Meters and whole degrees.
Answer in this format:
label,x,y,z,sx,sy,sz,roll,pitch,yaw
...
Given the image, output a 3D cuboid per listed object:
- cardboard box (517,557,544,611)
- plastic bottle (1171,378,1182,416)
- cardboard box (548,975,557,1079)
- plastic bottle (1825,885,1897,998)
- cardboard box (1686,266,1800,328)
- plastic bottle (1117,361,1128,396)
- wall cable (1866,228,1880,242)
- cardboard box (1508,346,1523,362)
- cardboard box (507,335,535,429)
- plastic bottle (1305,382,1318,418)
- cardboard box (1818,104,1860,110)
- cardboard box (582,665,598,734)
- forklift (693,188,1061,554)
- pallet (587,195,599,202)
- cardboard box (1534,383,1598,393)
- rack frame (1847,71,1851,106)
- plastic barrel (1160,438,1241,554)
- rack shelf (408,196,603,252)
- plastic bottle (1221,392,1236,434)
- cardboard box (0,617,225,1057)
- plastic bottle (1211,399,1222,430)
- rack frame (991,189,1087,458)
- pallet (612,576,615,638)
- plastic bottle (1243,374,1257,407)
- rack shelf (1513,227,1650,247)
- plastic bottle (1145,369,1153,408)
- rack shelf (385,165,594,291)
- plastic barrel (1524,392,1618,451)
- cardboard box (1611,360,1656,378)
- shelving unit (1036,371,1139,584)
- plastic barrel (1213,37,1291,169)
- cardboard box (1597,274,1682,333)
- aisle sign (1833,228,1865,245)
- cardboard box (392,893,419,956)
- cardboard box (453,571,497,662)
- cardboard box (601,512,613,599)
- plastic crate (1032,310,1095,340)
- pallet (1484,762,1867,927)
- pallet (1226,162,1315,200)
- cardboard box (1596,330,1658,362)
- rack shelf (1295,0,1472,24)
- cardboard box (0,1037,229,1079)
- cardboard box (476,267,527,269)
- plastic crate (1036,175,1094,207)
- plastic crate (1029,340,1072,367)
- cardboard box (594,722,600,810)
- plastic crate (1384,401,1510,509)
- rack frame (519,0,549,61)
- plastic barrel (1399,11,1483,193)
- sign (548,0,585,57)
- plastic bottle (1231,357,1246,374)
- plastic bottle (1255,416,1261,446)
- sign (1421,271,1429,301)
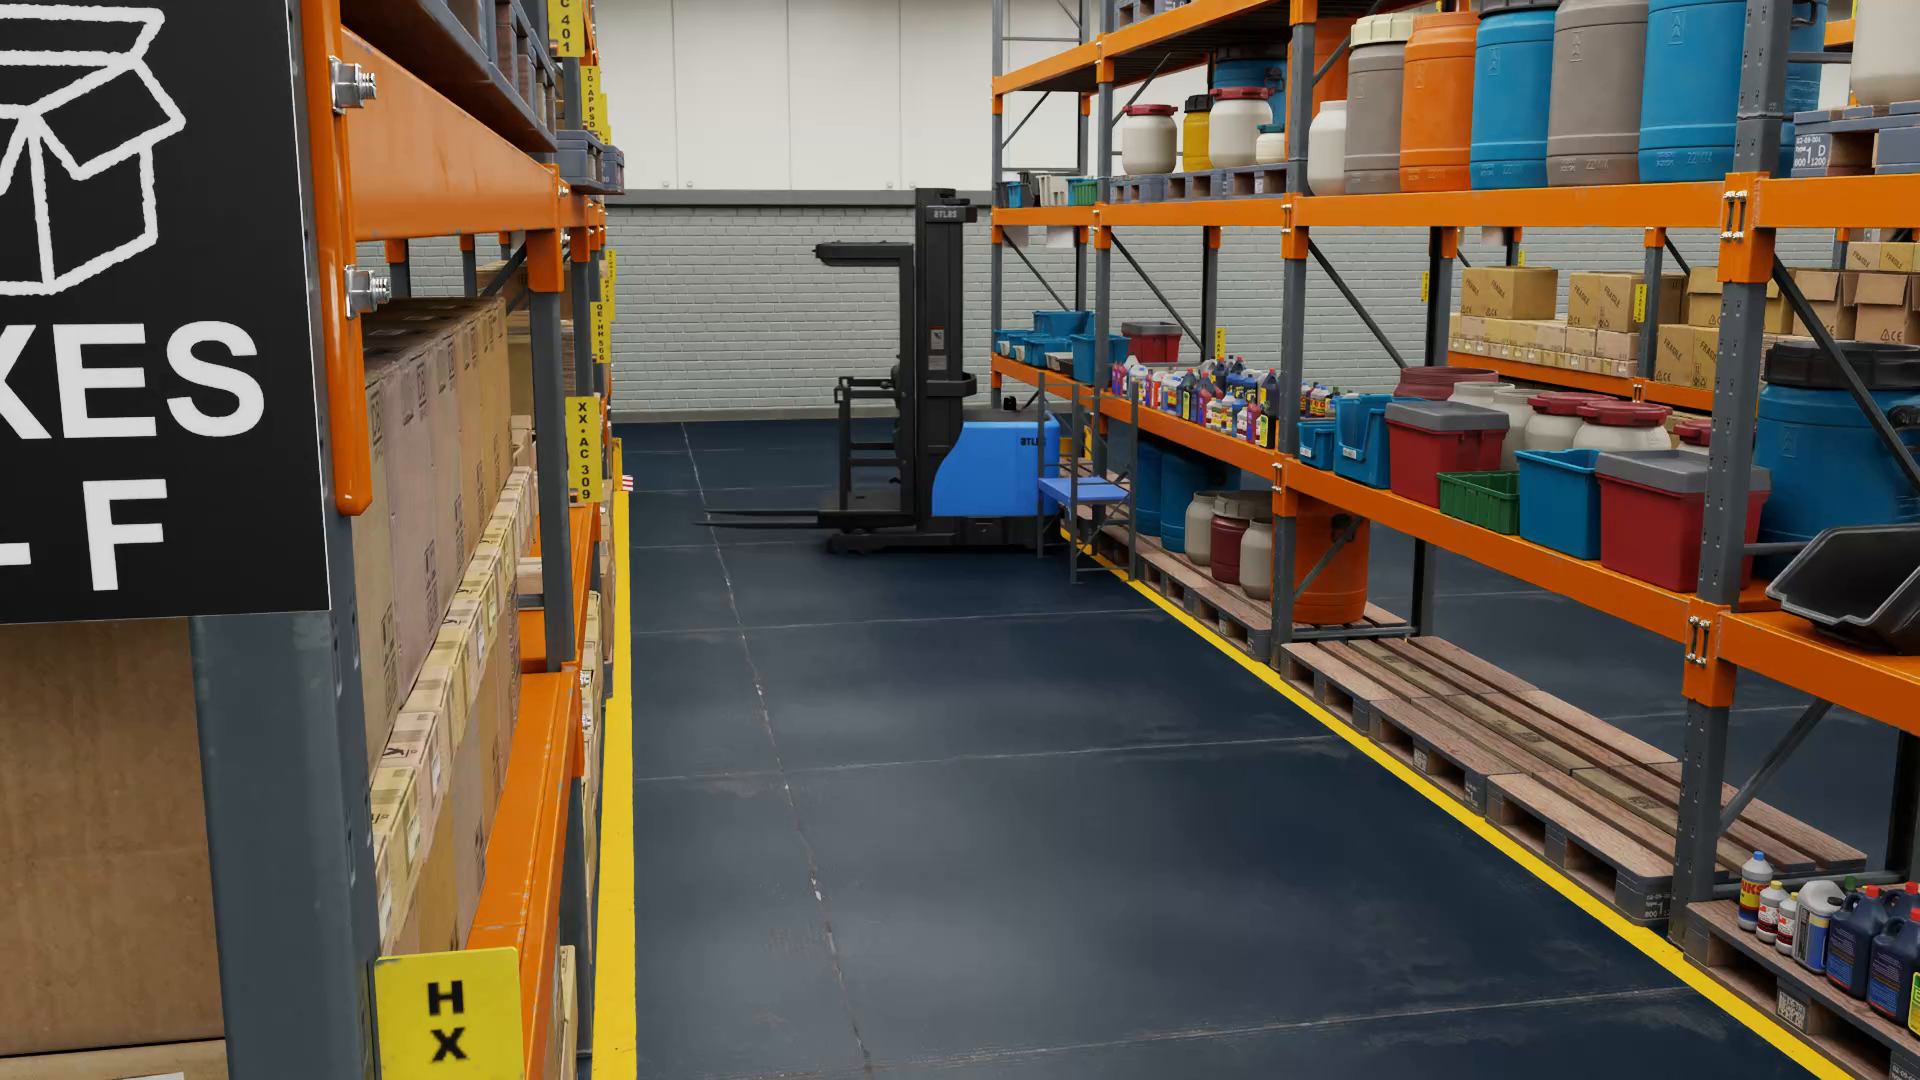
label,x,y,z,sx,sy,sz,roll,pitch,yaw
cardboard box,-1.667,0.162,5.994,0.380,0.149,0.250,-2,11,-11
plastic bottle,1.564,-1.024,11.896,0.097,0.271,0.097,0,11,0
cardboard box,-1.204,1.246,3.855,0.500,0.500,0.500,-2,11,-11
plastic bottle,2.914,1.278,5.370,0.144,0.351,0.185,-2,11,-9
cardboard box,6.599,-2.043,13.958,0.797,0.503,0.637,-2,11,-12
plastic bottle,1.287,-1.273,13.177,0.061,0.283,0.133,-2,11,-11
wall cable,14.289,-4.260,25.754,0.585,1.953,0.123,-2,11,-11
cardboard box,5.734,-1.869,16.666,0.380,0.149,0.250,-2,11,-12
cardboard box,-2.707,-0.892,9.469,0.700,0.500,0.500,-6,12,-30
plastic bottle,2.439,-0.952,11.487,0.061,0.283,0.133,-2,11,-11
cardboard box,6.826,-2.989,12.456,0.797,0.503,0.637,-2,11,-12
cardboard box,-1.832,0.711,7.170,0.500,0.311,0.500,-2,11,-9
forklift,-0.699,-1.425,13.842,3.031,2.935,1.130,0,11,-2
pallet,-2.989,-2.328,10.883,1.213,0.211,1.003,-2,11,-11
cardboard box,6.241,-1.070,16.353,0.875,0.875,0.875,-2,11,-11
rack frame,10.573,-5.461,18.819,1.000,3.000,0.127,-2,11,-11
plastic barrel,1.835,-0.383,12.676,0.600,0.901,0.708,-2,11,-11
rack shelf,-2.863,-2.012,10.646,1.077,0.370,4.000,-2,11,-11
plastic bottle,1.764,-0.835,10.907,0.097,0.271,0.097,0,11,0
cardboard box,-1.006,0.160,1.596,0.700,0.500,0.500,-2,11,-11
plastic bottle,1.726,-0.837,11.102,0.097,0.201,0.097,0,11,0
rack frame,0.830,-2.172,17.584,1.000,3.000,0.127,-2,11,-11
pallet,-2.816,0.483,11.093,1.003,0.211,1.213,-2,11,-11
plastic bottle,2.123,-1.080,12.190,0.097,0.271,0.097,0,11,0
rack shelf,6.077,-3.105,16.390,1.077,0.370,4.000,-2,11,-11
plastic bottle,1.434,-1.135,12.449,0.061,0.283,0.133,-2,11,-11
rack shelf,-2.085,-1.278,6.792,1.077,0.370,4.000,-2,11,-11
plastic barrel,2.966,-0.435,8.095,0.433,0.535,0.433,0,11,0
cardboard box,6.086,-1.539,14.930,0.380,0.149,0.250,-2,11,-11
shelving unit,0.970,-0.510,12.863,0.538,1.500,1.048,-2,11,-11
plastic barrel,2.090,-3.057,11.747,0.600,0.901,0.708,-2,11,-11
cardboard box,6.115,-2.134,14.984,0.500,0.500,0.500,-2,11,-9
aisle sign,10.265,-3.793,19.150,0.394,0.787,0.004,-2,11,-11
cardboard box,-1.103,0.711,2.171,0.700,0.500,0.500,-2,11,-10
cardboard box,-1.133,0.165,3.307,0.380,0.149,0.250,-2,11,-9
cardboard box,-2.588,0.110,11.107,0.500,0.500,0.500,-3,11,-13
plastic crate,1.078,-2.164,17.288,0.616,0.435,0.499,-2,11,-11
pallet,2.973,1.256,7.030,1.003,0.211,1.213,-2,11,-11
pallet,2.333,-2.229,10.368,1.003,0.211,1.213,-2,11,-11
cardboard box,6.123,-1.762,15.037,0.500,0.250,0.500,-2,11,-12
rack shelf,2.775,-2.735,7.491,1.077,0.370,4.000,-2,11,-11
cardboard box,-0.783,0.495,1.572,0.380,0.149,0.250,-2,11,-11
cardboard box,-3.706,-1.976,13.615,0.500,0.500,0.500,-2,11,-12
plastic crate,0.958,-3.169,15.120,0.437,0.282,0.530,-2,11,-11
plastic crate,0.869,-1.765,15.735,0.416,0.233,0.300,-2,11,-11
cardboard box,-1.831,0.988,7.213,0.500,0.250,0.500,-2,11,-10
plastic crate,2.400,-0.428,8.253,0.402,0.464,0.583,-2,11,-11
rack frame,-1.696,-2.738,4.517,1.000,3.000,0.127,-2,11,-11
plastic barrel,2.460,-2.110,8.091,0.600,0.830,0.708,-2,11,-11
sign,-1.151,-1.578,4.849,0.100,0.325,0.005,-2,11,-11
plastic bottle,2.144,-1.223,12.733,0.144,0.351,0.185,-2,11,-11
plastic bottle,1.884,-0.687,10.316,0.097,0.201,0.097,0,11,0
sign,5.143,-2.797,18.341,0.100,0.325,0.005,-2,11,-11
